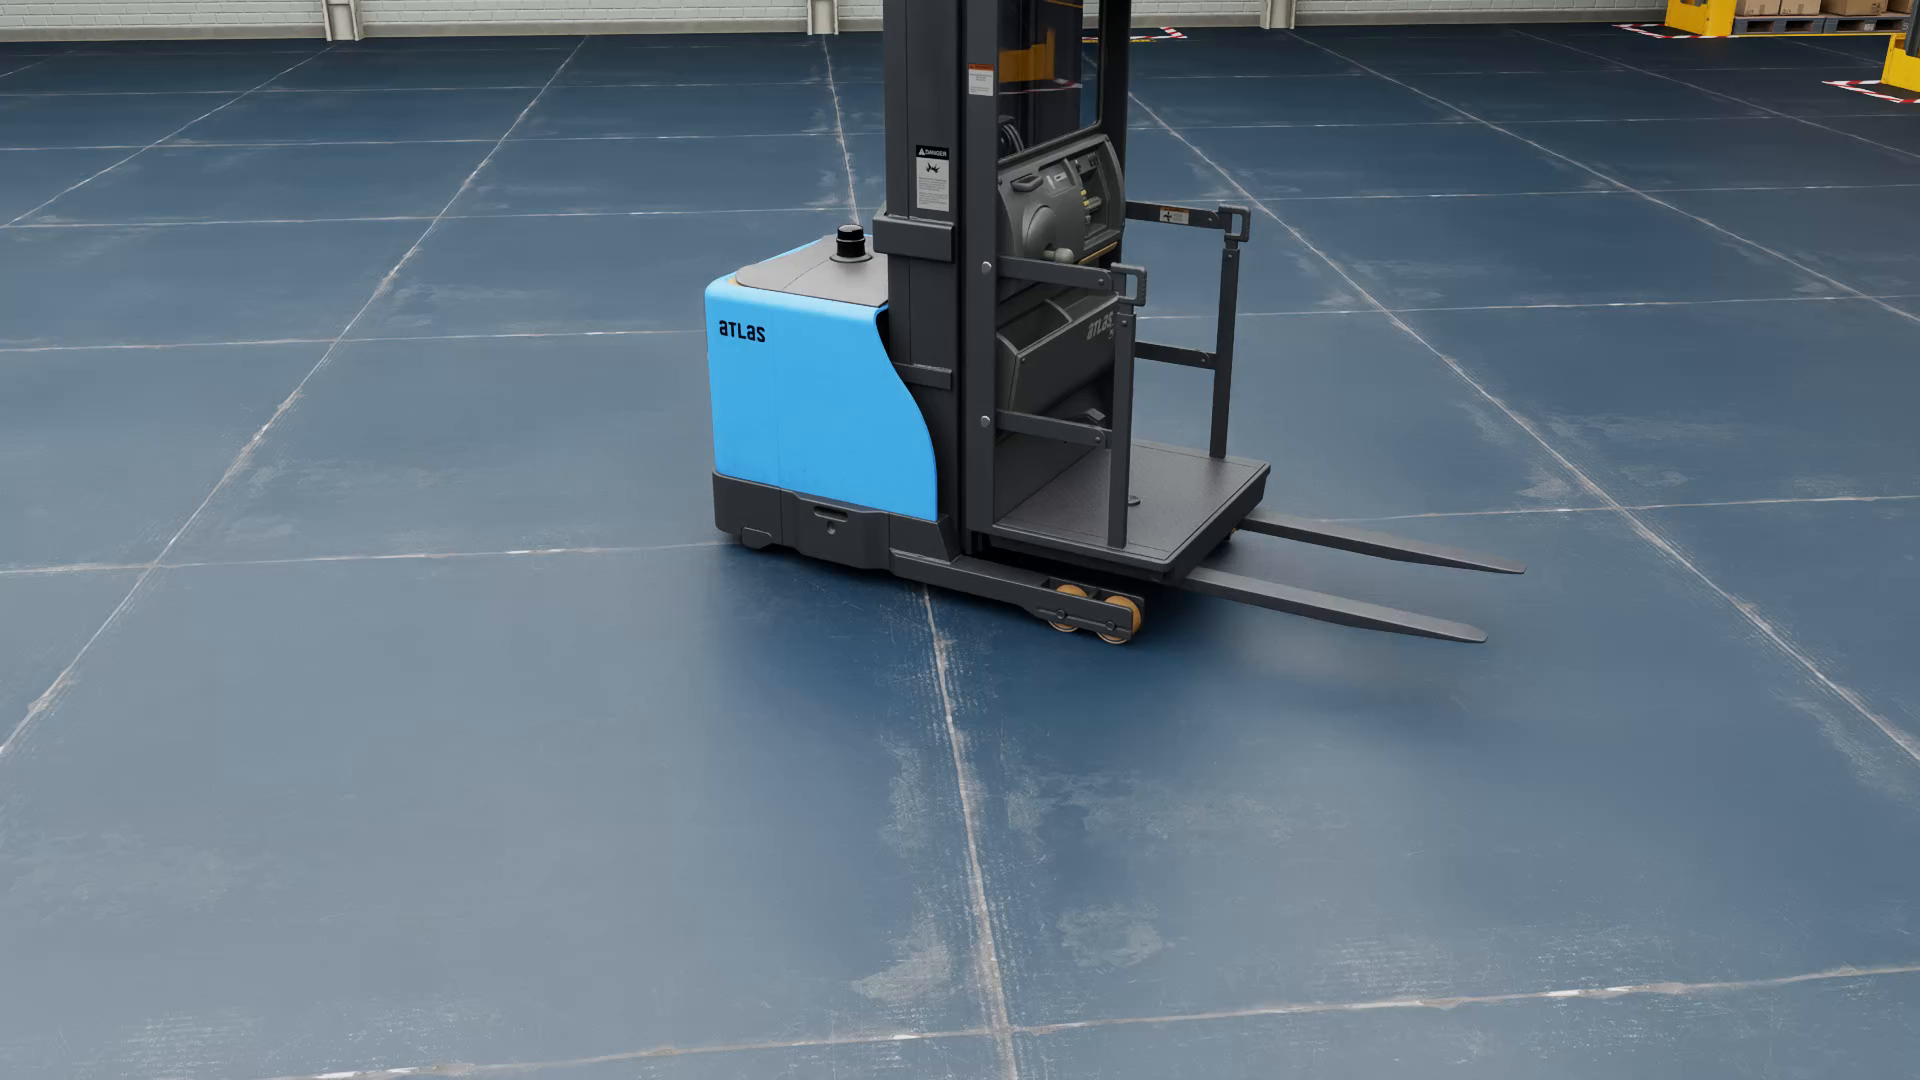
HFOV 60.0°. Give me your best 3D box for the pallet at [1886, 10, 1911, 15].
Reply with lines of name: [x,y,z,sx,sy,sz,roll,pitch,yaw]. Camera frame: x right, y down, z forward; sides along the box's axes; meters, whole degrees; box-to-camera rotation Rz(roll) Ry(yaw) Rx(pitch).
pallet: [12.874,-6.875,21.958,1.213,0.211,1.003,-2,24,-5]

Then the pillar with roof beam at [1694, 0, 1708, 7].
pillar with roof beam: [10.593,-9.410,16.841,0.400,9.000,9.100,-2,24,-5]

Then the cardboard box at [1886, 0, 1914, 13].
cardboard box: [12.510,-7.191,21.772,0.500,0.500,0.500,-4,24,-9]

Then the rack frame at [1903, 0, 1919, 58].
rack frame: [10.049,-6.028,16.620,0.127,3.000,1.000,-2,24,-5]

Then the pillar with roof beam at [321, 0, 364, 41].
pillar with roof beam: [-7.320,-8.691,15.224,0.400,9.000,9.100,-2,24,-5]

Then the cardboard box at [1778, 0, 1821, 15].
cardboard box: [10.823,-7.017,21.613,0.500,0.311,0.500,0,24,-1]

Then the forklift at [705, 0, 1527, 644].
forklift: [0.553,-1.216,5.878,3.031,2.935,1.130,13,27,26]

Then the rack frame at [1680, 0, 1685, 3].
rack frame: [9.559,-8.031,21.124,0.127,3.000,1.000,-2,24,-5]

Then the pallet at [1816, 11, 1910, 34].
pallet: [11.657,-6.825,21.845,1.213,0.211,1.003,-2,24,-5]

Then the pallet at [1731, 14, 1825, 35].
pallet: [10.446,-6.778,21.738,1.213,0.211,1.003,-2,24,-5]

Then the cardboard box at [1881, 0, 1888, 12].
cardboard box: [11.946,-7.033,21.848,0.250,0.149,0.380,-4,24,-9]

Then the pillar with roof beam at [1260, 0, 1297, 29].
pillar with roof beam: [4.622,-9.170,16.302,0.400,9.000,9.100,-2,24,-5]

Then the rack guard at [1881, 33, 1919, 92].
rack guard: [10.025,-4.885,17.126,0.348,0.500,1.175,-2,24,-5]

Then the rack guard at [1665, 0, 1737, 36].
rack guard: [9.634,-6.891,21.639,0.348,0.500,1.175,-2,24,-5]

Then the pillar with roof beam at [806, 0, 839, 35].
pillar with roof beam: [-1.349,-8.930,15.763,0.400,9.000,9.100,-2,24,-5]

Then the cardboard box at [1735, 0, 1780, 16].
cardboard box: [10.256,-6.994,21.562,0.500,0.311,0.500,-5,24,-11]

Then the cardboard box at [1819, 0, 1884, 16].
cardboard box: [11.558,-7.112,21.595,0.500,0.500,0.700,-4,24,-8]
